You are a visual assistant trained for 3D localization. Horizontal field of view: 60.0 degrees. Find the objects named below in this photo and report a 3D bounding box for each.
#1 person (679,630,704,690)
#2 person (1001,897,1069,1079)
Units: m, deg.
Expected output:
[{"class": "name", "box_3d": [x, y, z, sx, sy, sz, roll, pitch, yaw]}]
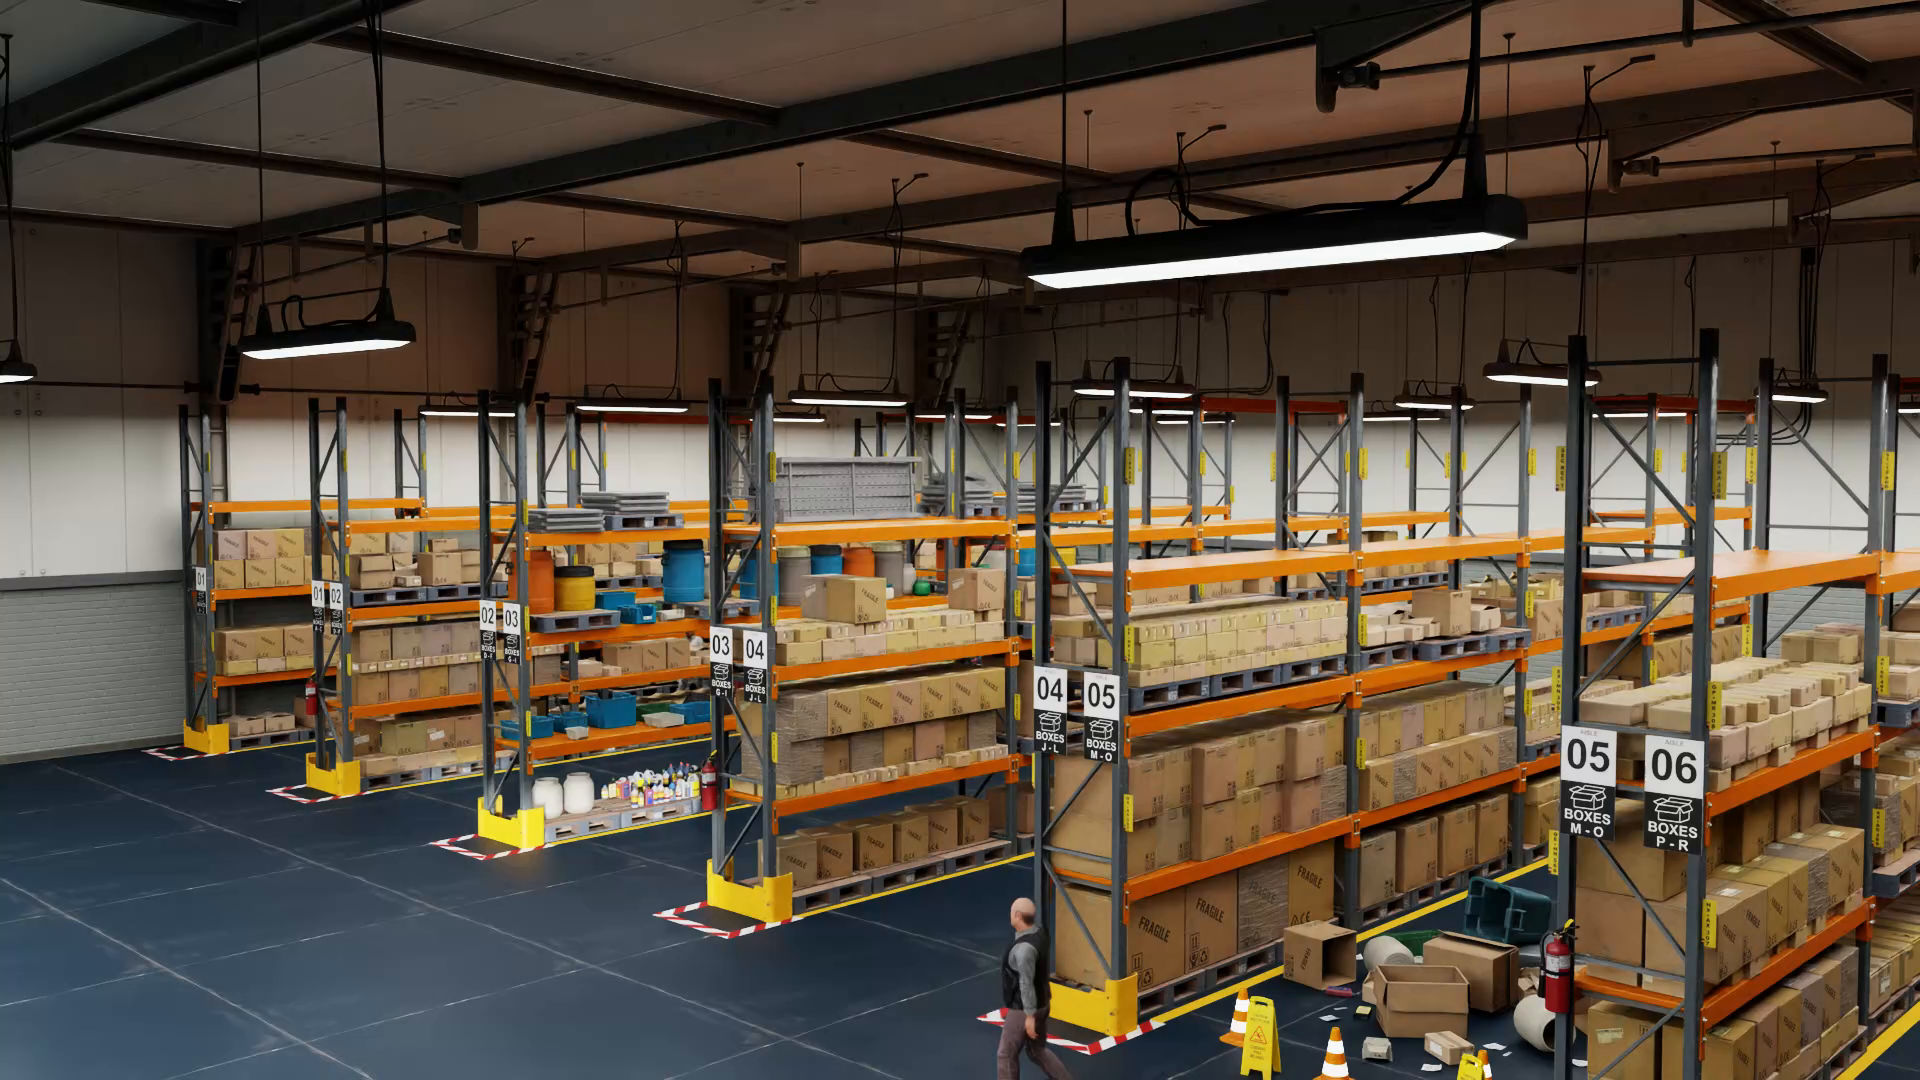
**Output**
[{"class": "person", "box_3d": [-5.432, 2.523, 33.656, 0.576, 1.752, 0.886, 1, 3, 21]}, {"class": "person", "box_3d": [0.544, 3.619, 12.883, 0.700, 1.716, 0.530, 1, 3, 21]}]
